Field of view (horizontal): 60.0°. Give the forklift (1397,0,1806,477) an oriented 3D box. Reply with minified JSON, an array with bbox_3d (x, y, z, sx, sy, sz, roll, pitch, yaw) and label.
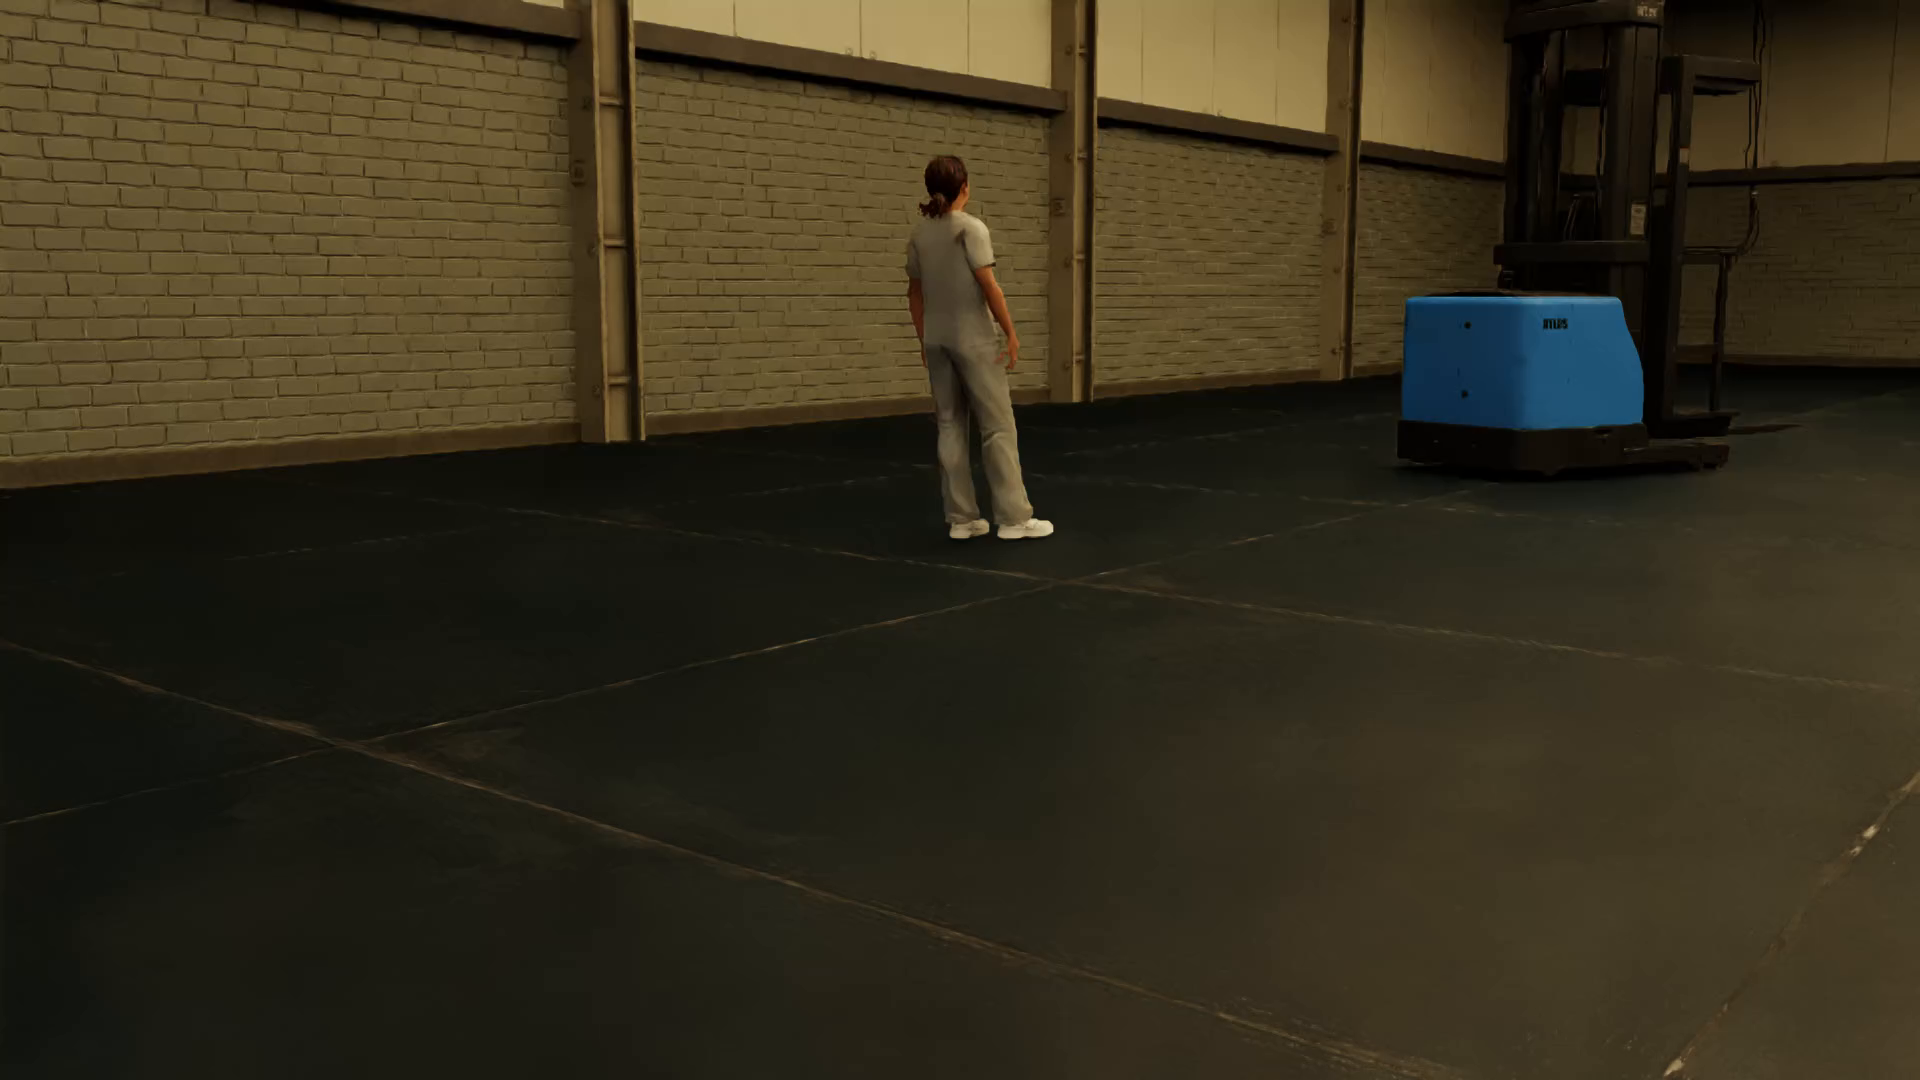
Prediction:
[{"bbox_3d":[4.278,-1.952,10.619,3.031,2.935,1.130,-5,10,-31],"label":"forklift"}]

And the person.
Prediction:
[{"bbox_3d":[0.057,-0.843,7.331,0.550,1.674,0.548,7,11,38],"label":"person"}]
